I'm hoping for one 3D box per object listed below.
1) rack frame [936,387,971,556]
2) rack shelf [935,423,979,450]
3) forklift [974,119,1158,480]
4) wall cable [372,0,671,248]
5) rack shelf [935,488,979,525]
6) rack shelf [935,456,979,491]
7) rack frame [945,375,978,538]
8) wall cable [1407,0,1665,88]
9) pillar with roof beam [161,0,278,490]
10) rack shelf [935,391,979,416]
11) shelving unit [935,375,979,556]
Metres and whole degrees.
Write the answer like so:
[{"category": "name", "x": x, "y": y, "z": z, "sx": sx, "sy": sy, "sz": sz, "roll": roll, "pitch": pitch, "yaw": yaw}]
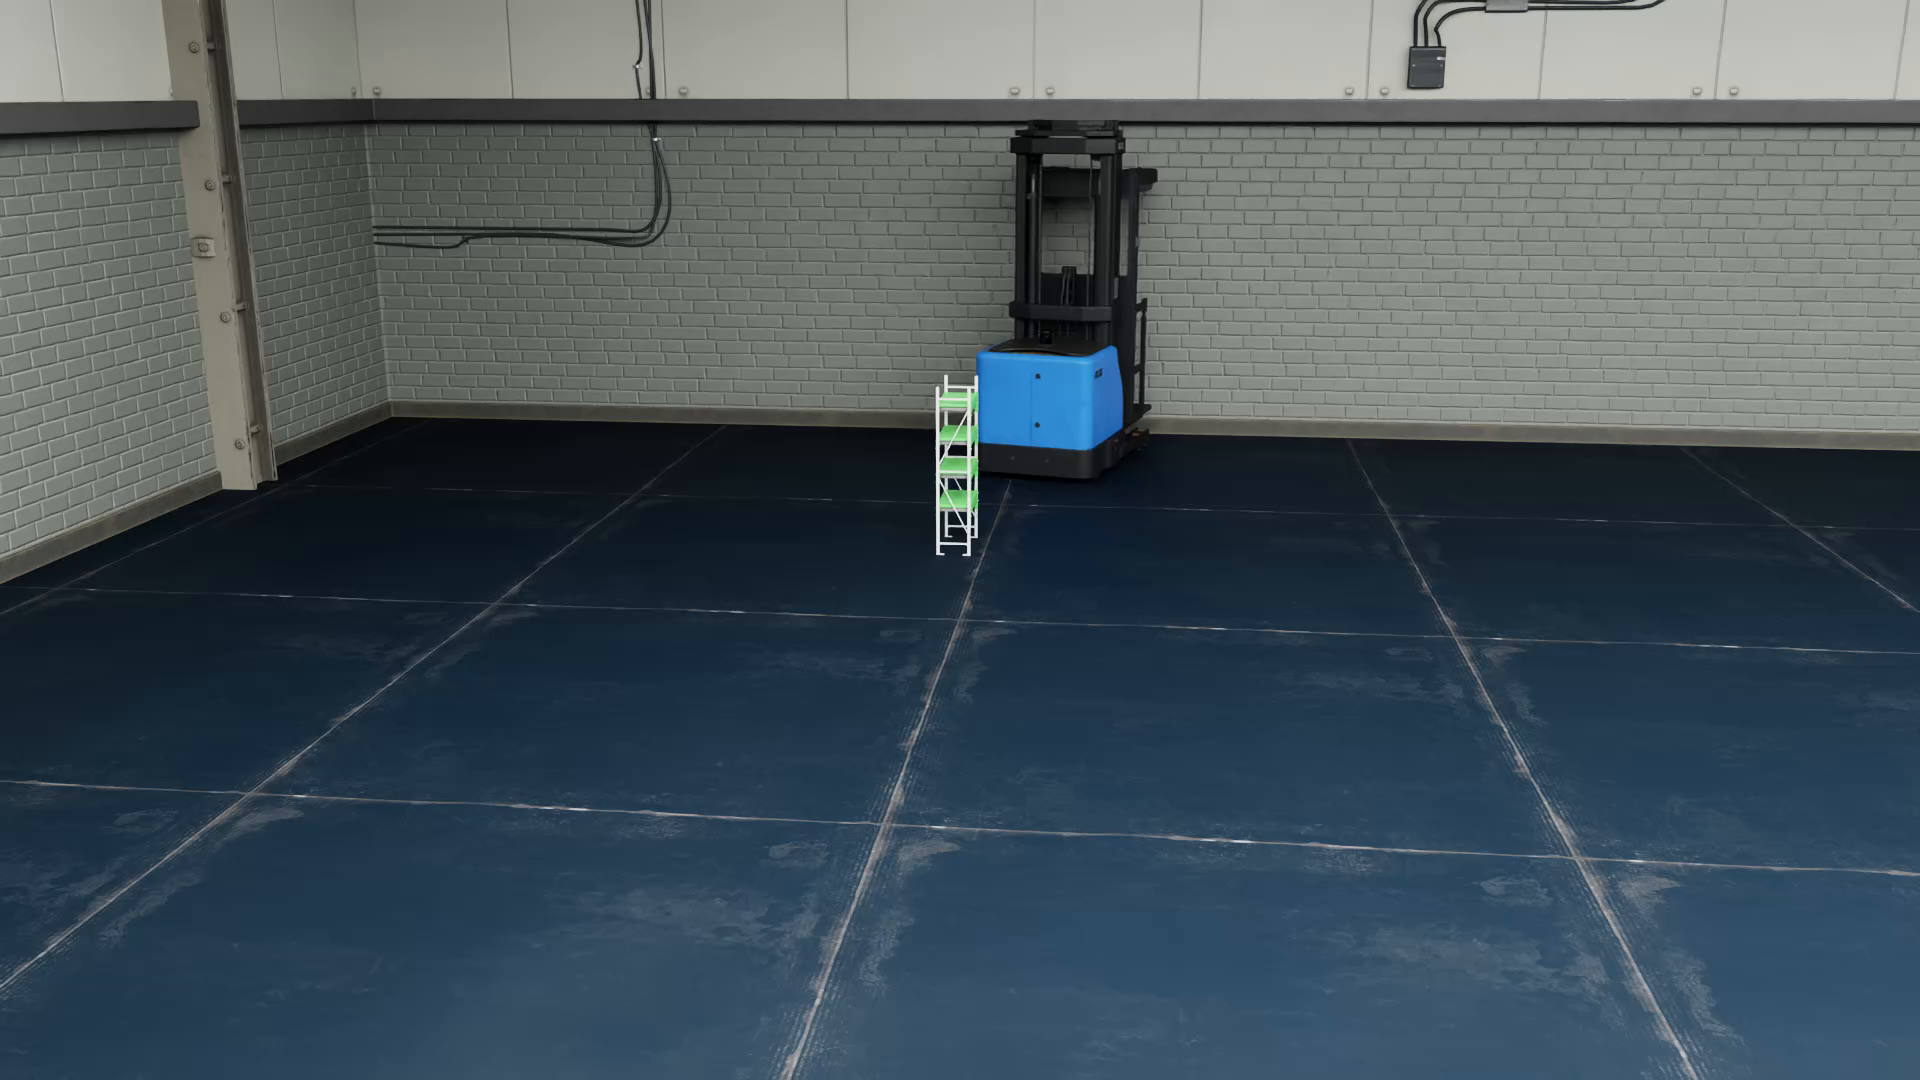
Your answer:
[{"category": "rack frame", "x": -0.046, "y": -0.473, "z": 11.613, "sx": 0.240, "sy": 1.200, "sz": 0.015, "roll": 2, "pitch": 15, "yaw": 6}, {"category": "rack shelf", "x": -0.019, "y": -0.706, "z": 11.801, "sx": 0.258, "sy": 0.148, "sz": 0.480, "roll": 2, "pitch": 15, "yaw": 6}, {"category": "forklift", "x": 1.109, "y": -2.260, "z": 14.905, "sx": 1.130, "sy": 2.935, "sz": 3.031, "roll": 6, "pitch": 16, "yaw": 20}, {"category": "wall cable", "x": -4.295, "y": -4.038, "z": 15.804, "sx": 3.097, "sy": 2.526, "sz": 0.112, "roll": 2, "pitch": 15, "yaw": 6}, {"category": "rack shelf", "x": -0.019, "y": -0.243, "z": 11.926, "sx": 0.258, "sy": 0.148, "sz": 0.480, "roll": 2, "pitch": 15, "yaw": 6}, {"category": "rack shelf", "x": -0.019, "y": -0.475, "z": 11.863, "sx": 0.258, "sy": 0.148, "sz": 0.480, "roll": 2, "pitch": 15, "yaw": 6}, {"category": "rack frame", "x": 0.009, "y": -0.600, "z": 12.081, "sx": 0.240, "sy": 1.200, "sz": 0.015, "roll": 2, "pitch": 15, "yaw": 6}, {"category": "wall cable", "x": 5.136, "y": -6.895, "z": 13.906, "sx": 2.305, "sy": 6.003, "sz": 0.169, "roll": 2, "pitch": 15, "yaw": 6}, {"category": "pillar with roof beam", "x": -1.664, "y": -4.685, "z": 12.249, "sx": 9.100, "sy": 9.000, "sz": 0.400, "roll": 2, "pitch": 15, "yaw": 6}, {"category": "rack shelf", "x": -0.019, "y": -0.938, "z": 11.738, "sx": 0.258, "sy": 0.148, "sz": 0.480, "roll": 2, "pitch": 15, "yaw": 6}, {"category": "shelving unit", "x": -0.019, "y": -0.536, "z": 11.847, "sx": 0.258, "sy": 1.200, "sz": 0.503, "roll": 2, "pitch": 15, "yaw": 6}]
